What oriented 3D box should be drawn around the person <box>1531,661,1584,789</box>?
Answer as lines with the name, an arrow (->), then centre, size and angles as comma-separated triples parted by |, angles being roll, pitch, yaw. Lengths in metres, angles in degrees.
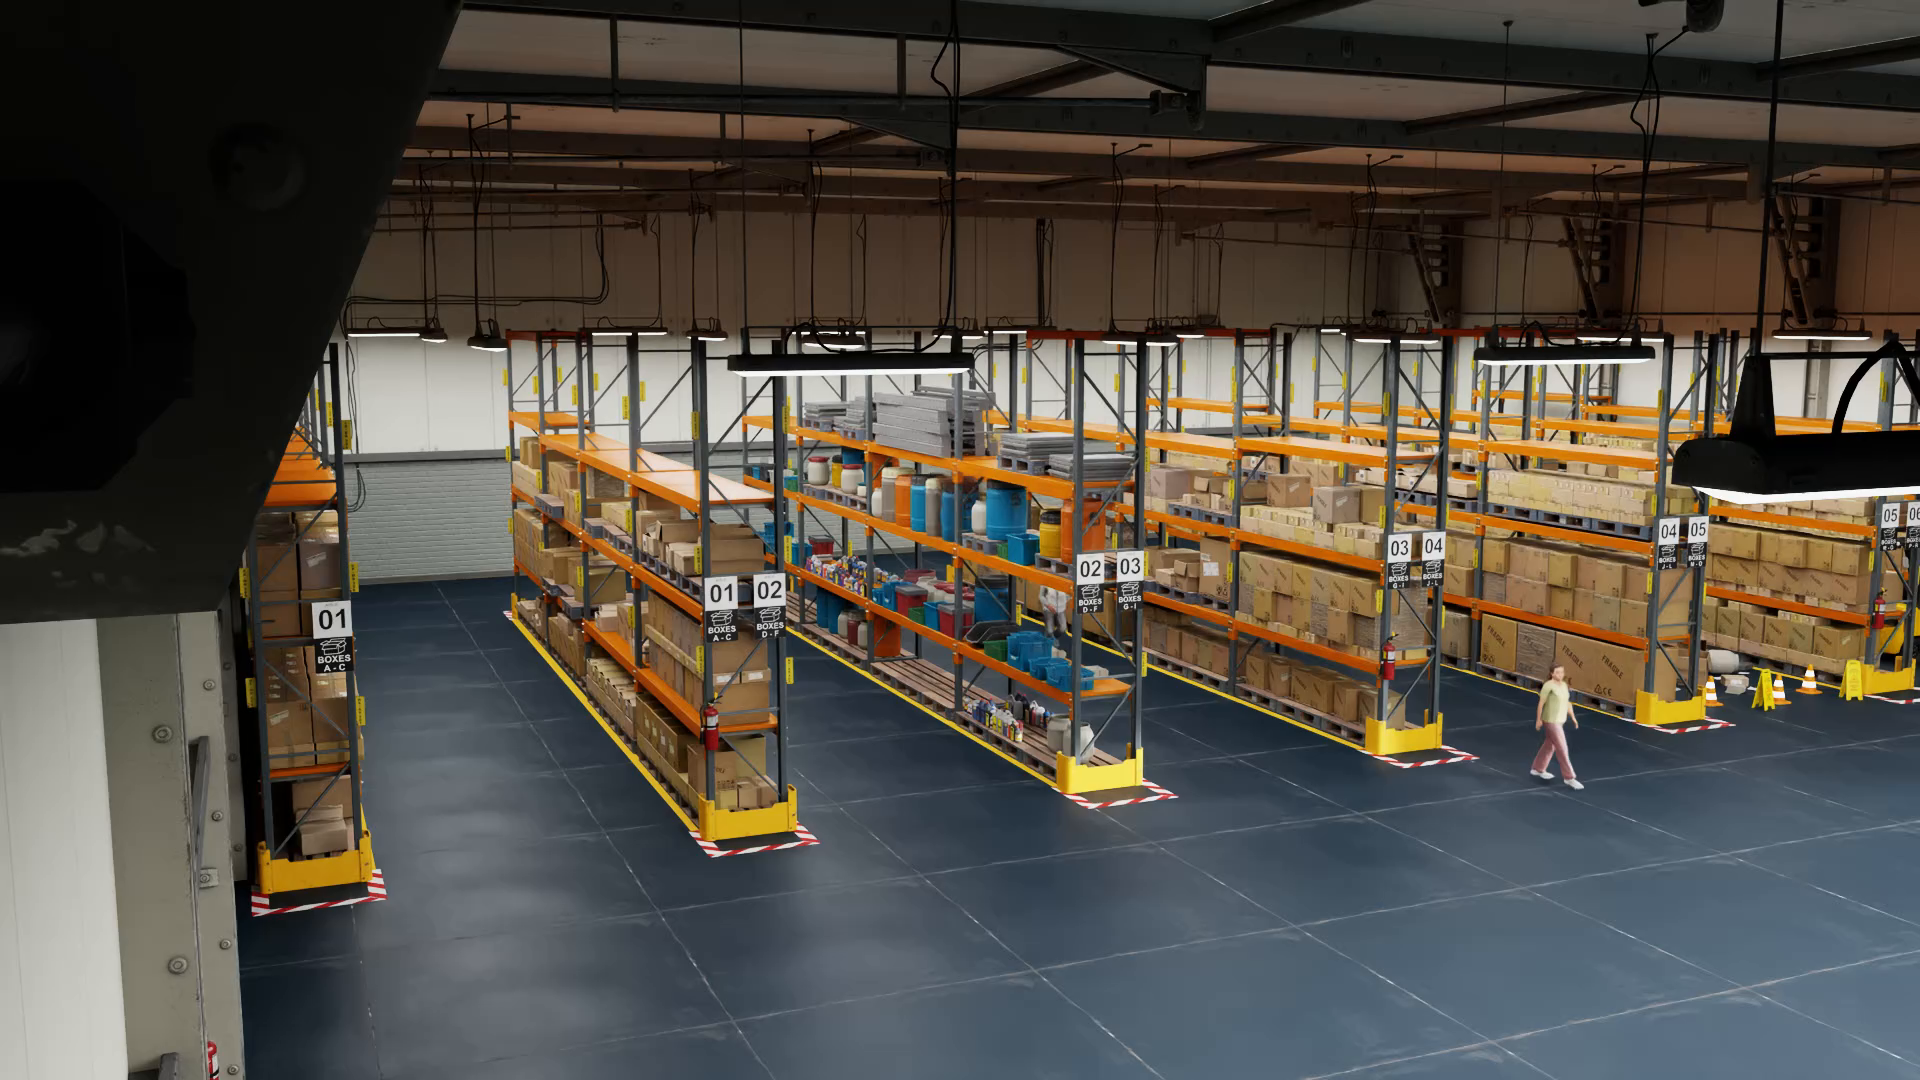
person -> 8.100, 2.470, 22.415 | 0.475, 1.624, 0.843 | -6, 10, -37

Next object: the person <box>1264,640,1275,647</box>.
person -> 5.962, 1.221, 31.586 | 0.498, 1.663, 0.471 | -3, 8, -19

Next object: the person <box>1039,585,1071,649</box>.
person -> 1.781, 1.281, 31.042 | 0.701, 1.686, 0.717 | -2, 8, -13
